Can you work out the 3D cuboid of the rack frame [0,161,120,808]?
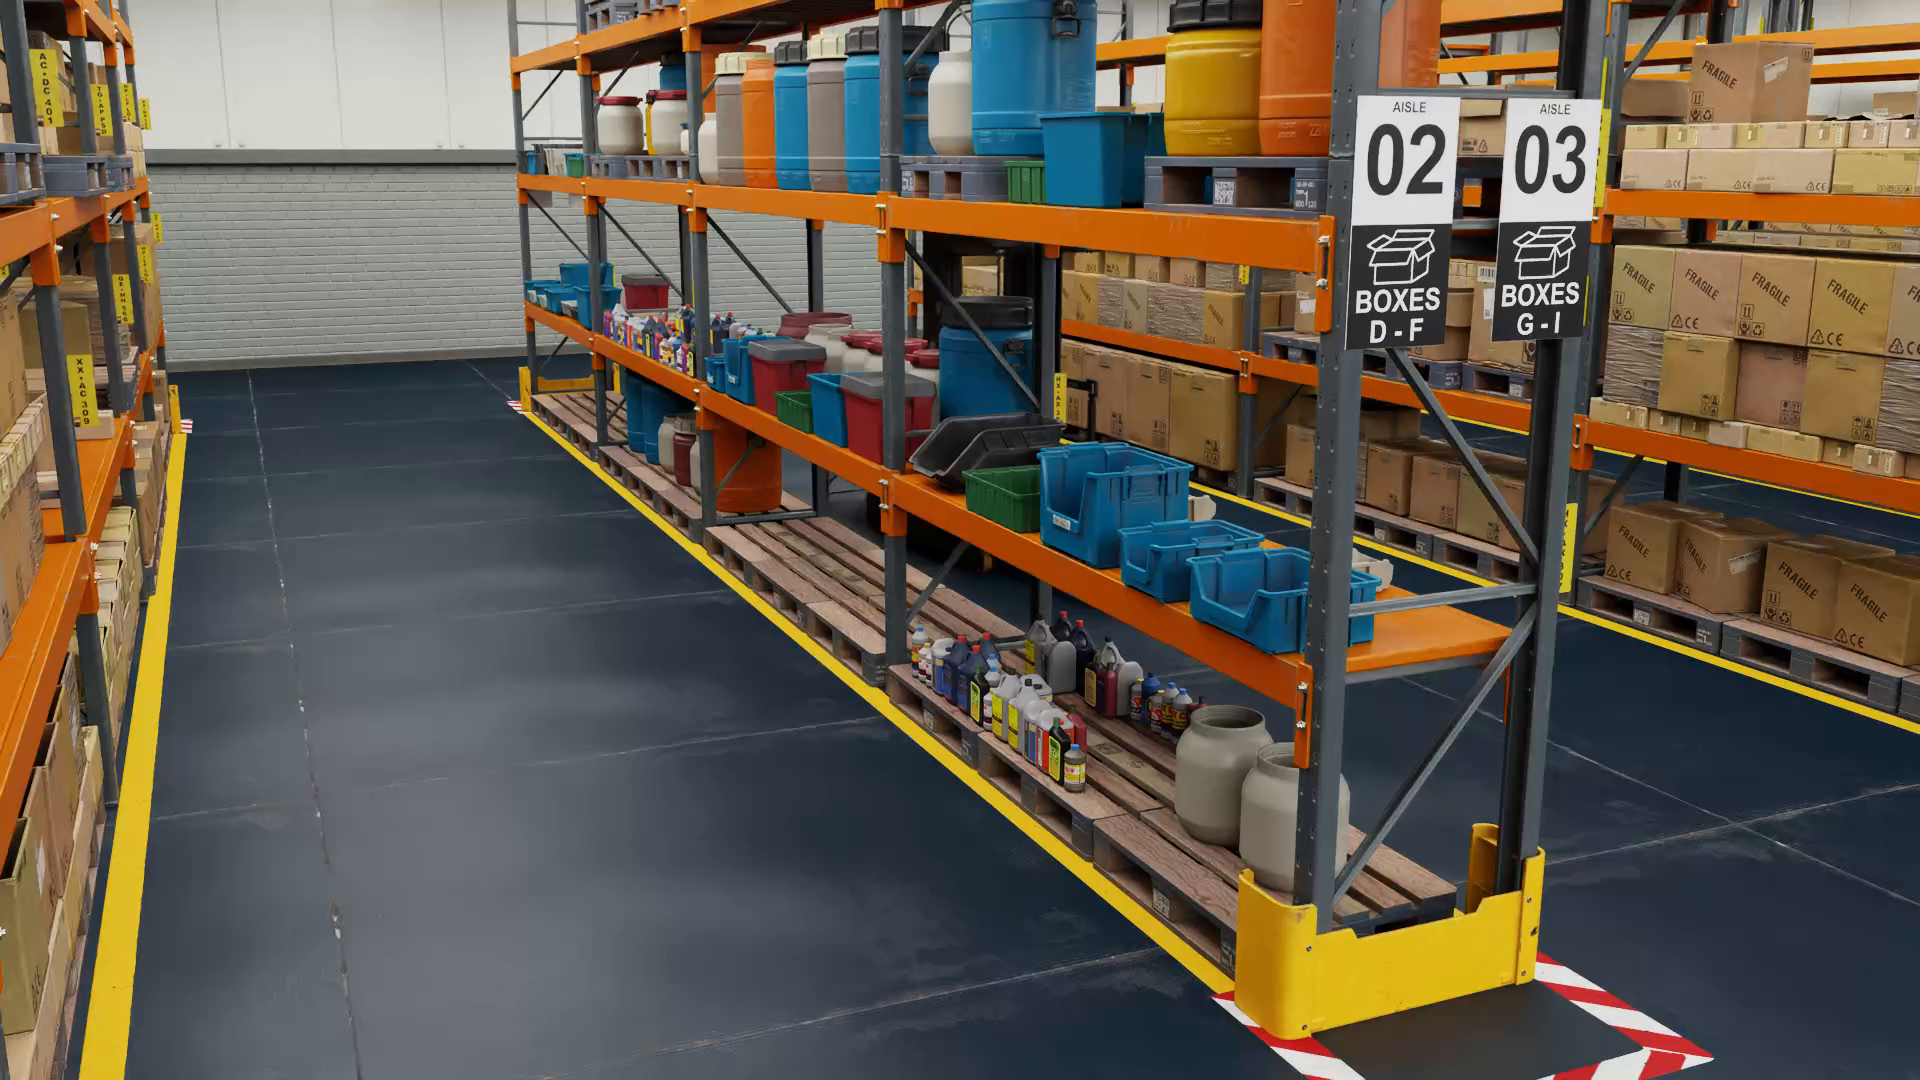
[{"bbox_3d":[-4.485,-0.165,7.429,1.000,3.000,0.127,-6,14,-23],"label":"rack frame"}]

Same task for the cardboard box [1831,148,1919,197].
[{"bbox_3d":[5.163,-2.010,9.083,0.500,0.250,0.500,-6,14,-24],"label":"cardboard box"}]

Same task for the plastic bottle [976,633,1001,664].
[{"bbox_3d":[0.130,0.656,8.781,0.144,0.351,0.185,-6,14,-23],"label":"plastic bottle"}]

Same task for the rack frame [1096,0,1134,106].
[{"bbox_3d":[1.389,-5.634,17.756,1.000,3.000,0.127,-6,14,-23],"label":"rack frame"}]

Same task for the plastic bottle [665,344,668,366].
[{"bbox_3d":[-2.417,-1.560,13.897,0.097,0.201,0.097,0,13,0],"label":"plastic bottle"}]

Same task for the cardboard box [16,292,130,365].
[{"bbox_3d":[-6.634,-1.570,12.350,0.700,0.500,0.500,-3,13,-12],"label":"cardboard box"}]

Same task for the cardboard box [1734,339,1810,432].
[{"bbox_3d":[5.177,-0.953,9.954,0.875,0.500,0.500,-6,14,-23],"label":"cardboard box"}]

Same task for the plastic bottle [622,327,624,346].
[{"bbox_3d":[-3.067,-1.895,15.346,0.097,0.201,0.097,0,13,0],"label":"plastic bottle"}]

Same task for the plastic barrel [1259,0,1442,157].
[{"bbox_3d":[1.346,-1.749,5.738,0.600,0.830,0.708,-6,14,-23],"label":"plastic barrel"}]

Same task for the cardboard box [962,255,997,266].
[{"bbox_3d":[0.145,-3.642,20.462,0.500,0.500,0.500,-6,14,-24],"label":"cardboard box"}]

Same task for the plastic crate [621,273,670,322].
[{"bbox_3d":[-3.277,-2.532,17.381,0.402,0.464,0.583,-6,14,-23],"label":"plastic crate"}]

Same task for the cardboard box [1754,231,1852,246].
[{"bbox_3d":[7.951,-2.650,15.728,0.700,0.500,0.500,-6,14,-24],"label":"cardboard box"}]

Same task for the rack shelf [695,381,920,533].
[{"bbox_3d":[-0.746,-0.674,11.225,1.077,0.370,4.000,-6,14,-23],"label":"rack shelf"}]

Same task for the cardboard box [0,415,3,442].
[{"bbox_3d":[-3.898,-0.546,5.980,0.700,0.500,0.500,-6,14,-23],"label":"cardboard box"}]

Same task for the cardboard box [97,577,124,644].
[{"bbox_3d":[-4.826,0.379,9.005,0.500,0.311,0.500,-6,14,-25],"label":"cardboard box"}]

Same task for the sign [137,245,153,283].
[{"bbox_3d":[-7.183,-2.432,14.659,0.100,0.325,0.005,-6,14,-23],"label":"sign"}]

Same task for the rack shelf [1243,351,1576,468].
[{"bbox_3d":[3.792,-1.121,13.158,1.077,0.370,4.000,-6,14,-23],"label":"rack shelf"}]

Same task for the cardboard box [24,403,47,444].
[{"bbox_3d":[-4.180,-0.493,7.185,0.380,0.149,0.250,-6,14,-23],"label":"cardboard box"}]

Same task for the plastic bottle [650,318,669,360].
[{"bbox_3d":[-2.584,-1.731,14.308,0.144,0.351,0.185,-6,14,-23],"label":"plastic bottle"}]

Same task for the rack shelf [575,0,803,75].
[{"bbox_3d":[-7.601,-4.183,13.971,10.861,0.370,7.844,-6,14,-23],"label":"rack shelf"}]

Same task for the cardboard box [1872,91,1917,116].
[{"bbox_3d":[8.529,-3.742,14.857,0.500,0.500,0.500,-6,14,-23],"label":"cardboard box"}]

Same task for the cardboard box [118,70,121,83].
[{"bbox_3d":[-8.196,-4.131,15.473,0.700,0.500,0.500,-6,14,-23],"label":"cardboard box"}]

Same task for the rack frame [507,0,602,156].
[{"bbox_3d":[-4.752,-6.013,19.394,1.000,3.000,0.127,-6,14,-23],"label":"rack frame"}]

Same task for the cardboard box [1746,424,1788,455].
[{"bbox_3d":[4.927,-0.609,9.904,0.380,0.149,0.250,-6,14,-23],"label":"cardboard box"}]

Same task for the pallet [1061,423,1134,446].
[{"bbox_3d":[1.767,-1.200,18.088,1.003,0.211,1.213,-6,14,-23],"label":"pallet"}]

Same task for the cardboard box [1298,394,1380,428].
[{"bbox_3d":[3.287,-1.111,14.424,0.500,0.250,0.500,-5,14,-21],"label":"cardboard box"}]

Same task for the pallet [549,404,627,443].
[{"bbox_3d":[-3.972,-1.306,18.546,1.003,0.211,1.213,-6,14,-23],"label":"pallet"}]

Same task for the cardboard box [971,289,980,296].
[{"bbox_3d":[0.350,-2.941,19.980,0.380,0.149,0.250,-5,14,-22],"label":"cardboard box"}]

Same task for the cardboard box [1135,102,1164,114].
[{"bbox_3d":[2.153,-4.021,16.280,0.797,0.503,0.637,-6,14,-24],"label":"cardboard box"}]

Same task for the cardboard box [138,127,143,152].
[{"bbox_3d":[-8.853,-4.193,17.404,0.500,0.250,0.500,-6,14,-23],"label":"cardboard box"}]

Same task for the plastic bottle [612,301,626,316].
[{"bbox_3d":[-3.289,-2.130,16.029,0.144,0.351,0.185,-6,14,-23],"label":"plastic bottle"}]

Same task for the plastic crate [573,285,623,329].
[{"bbox_3d":[-3.649,-2.351,16.779,0.392,0.384,0.575,-6,14,-23],"label":"plastic crate"}]

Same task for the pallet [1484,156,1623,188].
[{"bbox_3d":[4.444,-2.566,11.567,1.213,0.211,1.003,-6,14,-23],"label":"pallet"}]

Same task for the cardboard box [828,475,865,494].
[{"bbox_3d":[-0.999,-0.910,14.808,0.474,0.981,0.046,-6,14,-26],"label":"cardboard box"}]

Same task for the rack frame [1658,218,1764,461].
[{"bbox_3d":[7.576,-2.312,16.708,1.000,3.000,0.127,-6,14,-23],"label":"rack frame"}]

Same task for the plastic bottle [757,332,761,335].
[{"bbox_3d":[-1.687,-1.610,13.960,0.097,0.271,0.097,0,13,0],"label":"plastic bottle"}]

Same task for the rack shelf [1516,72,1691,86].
[{"bbox_3d":[9.668,-6.397,23.535,1.077,0.370,4.000,-6,14,-23],"label":"rack shelf"}]

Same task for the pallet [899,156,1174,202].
[{"bbox_3d":[0.434,-1.840,8.436,1.213,0.211,1.003,-6,14,-23],"label":"pallet"}]

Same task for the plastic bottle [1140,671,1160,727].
[{"bbox_3d":[0.958,0.794,8.362,0.097,0.271,0.097,0,13,0],"label":"plastic bottle"}]

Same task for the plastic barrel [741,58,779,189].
[{"bbox_3d":[-1.155,-2.784,11.141,0.600,0.830,0.708,-6,14,-23],"label":"plastic barrel"}]

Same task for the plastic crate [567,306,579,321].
[{"bbox_3d":[-3.844,-2.366,17.419,0.437,0.125,0.590,-6,14,-23],"label":"plastic crate"}]

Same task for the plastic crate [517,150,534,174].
[{"bbox_3d":[-4.853,-4.383,19.295,0.497,0.269,0.590,-6,14,-23],"label":"plastic crate"}]

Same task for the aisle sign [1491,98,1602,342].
[{"bbox_3d":[1.955,-1.063,5.545,0.394,0.787,0.004,-6,14,-23],"label":"aisle sign"}]

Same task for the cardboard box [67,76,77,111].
[{"bbox_3d":[-7.267,-3.334,13.096,0.600,0.600,0.600,-6,14,-24],"label":"cardboard box"}]

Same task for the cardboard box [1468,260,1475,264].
[{"bbox_3d":[6.026,-3.226,18.961,0.380,0.149,0.250,-6,14,-24],"label":"cardboard box"}]

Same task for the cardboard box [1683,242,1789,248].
[{"bbox_3d":[5.026,-1.671,10.840,0.500,0.500,0.500,-6,14,-23],"label":"cardboard box"}]

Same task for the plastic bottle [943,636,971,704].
[{"bbox_3d":[-0.002,0.669,8.725,0.144,0.351,0.185,-5,14,-21],"label":"plastic bottle"}]

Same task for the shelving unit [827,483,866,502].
[{"bbox_3d":[11.135,-2.687,11.674,18.826,6.000,16.808,-7,15,-29],"label":"shelving unit"}]

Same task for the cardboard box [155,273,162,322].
[{"bbox_3d":[-8.652,-2.518,17.374,0.500,0.500,0.500,-5,14,-22],"label":"cardboard box"}]

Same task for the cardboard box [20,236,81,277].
[{"bbox_3d":[-8.129,-2.434,14.797,0.500,0.500,0.500,-6,14,-23],"label":"cardboard box"}]

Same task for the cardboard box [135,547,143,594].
[{"bbox_3d":[-5.653,0.231,10.888,0.500,0.250,0.500,-5,14,-22],"label":"cardboard box"}]

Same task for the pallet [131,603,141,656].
[{"bbox_3d":[-5.793,0.541,10.564,1.003,0.211,1.213,-6,14,-23],"label":"pallet"}]

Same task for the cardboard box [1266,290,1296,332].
[{"bbox_3d":[3.046,-2.059,15.391,0.500,0.500,0.500,-5,14,-21],"label":"cardboard box"}]

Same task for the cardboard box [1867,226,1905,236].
[{"bbox_3d":[11.218,-3.608,19.866,0.500,0.500,0.500,-6,14,-23],"label":"cardboard box"}]

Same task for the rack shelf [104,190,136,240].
[{"bbox_3d":[-6.888,-2.515,12.528,1.077,0.370,4.000,-6,14,-23],"label":"rack shelf"}]
